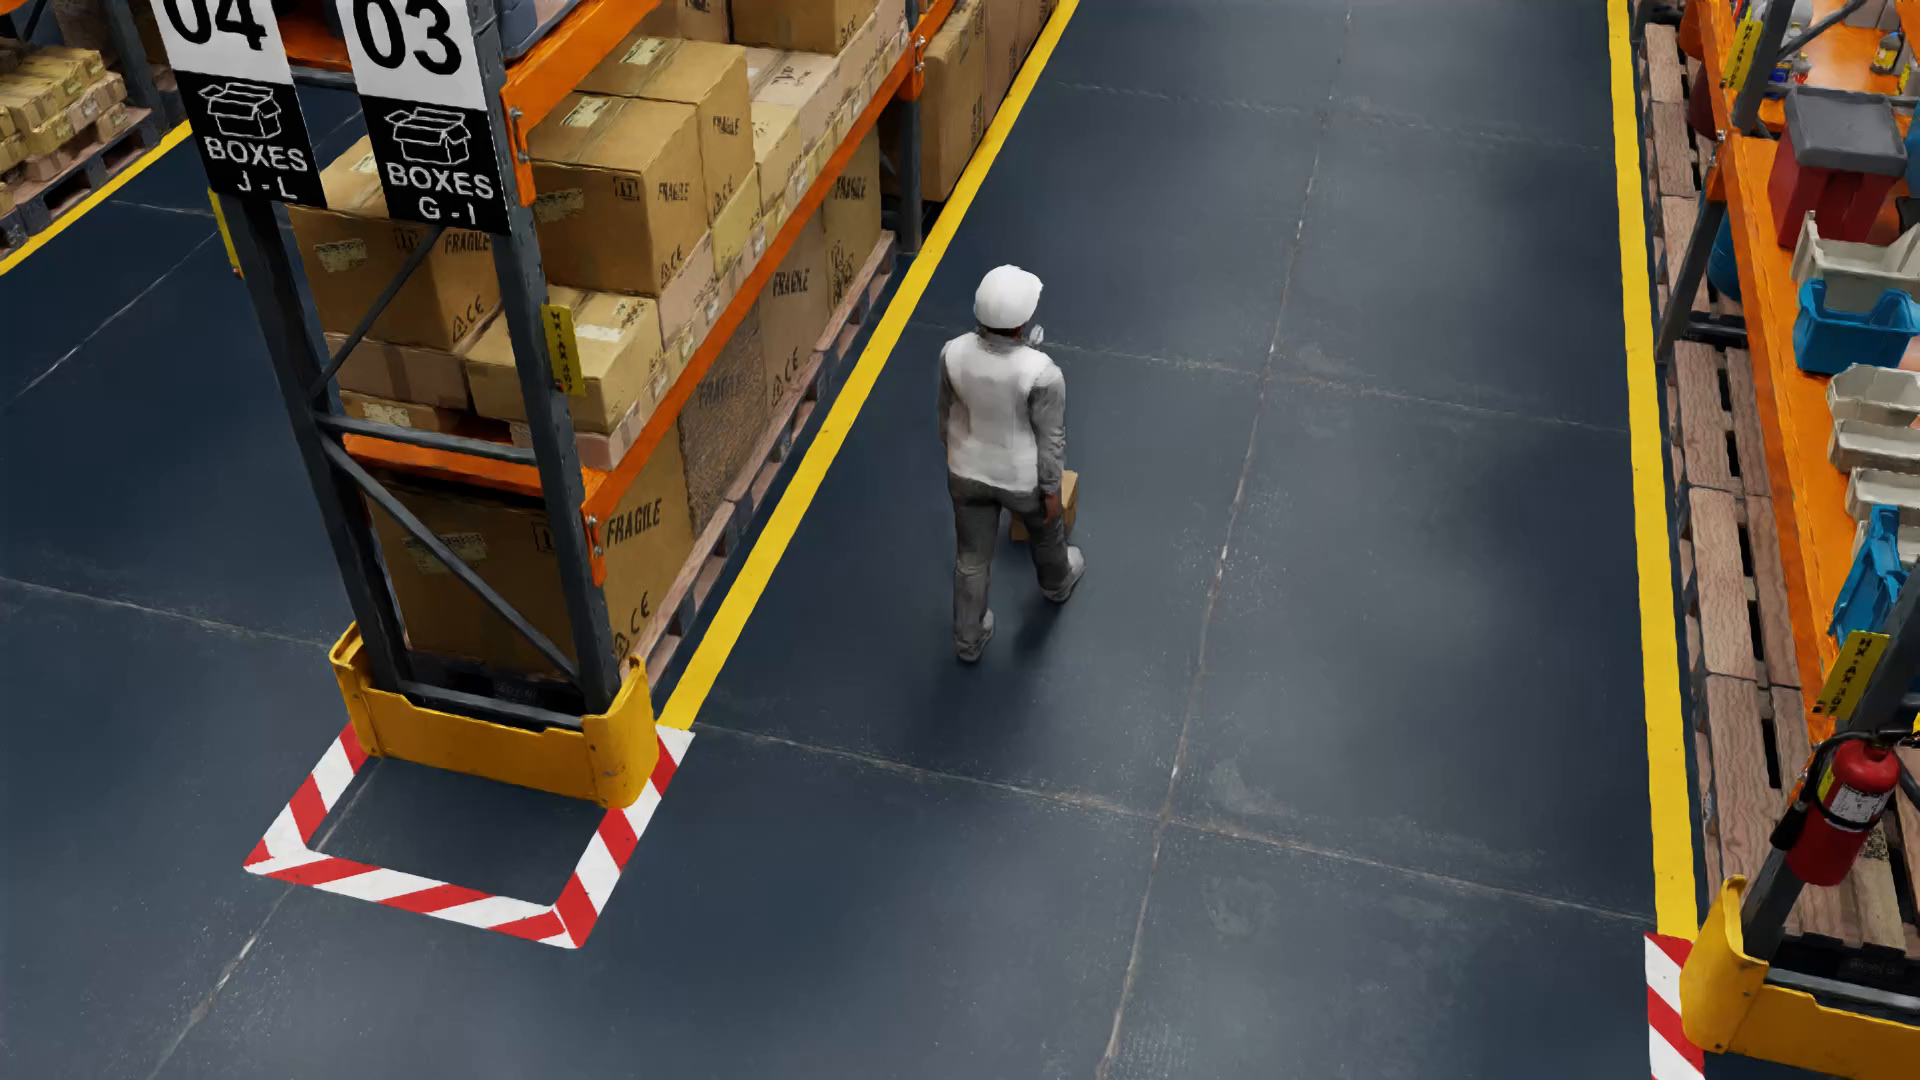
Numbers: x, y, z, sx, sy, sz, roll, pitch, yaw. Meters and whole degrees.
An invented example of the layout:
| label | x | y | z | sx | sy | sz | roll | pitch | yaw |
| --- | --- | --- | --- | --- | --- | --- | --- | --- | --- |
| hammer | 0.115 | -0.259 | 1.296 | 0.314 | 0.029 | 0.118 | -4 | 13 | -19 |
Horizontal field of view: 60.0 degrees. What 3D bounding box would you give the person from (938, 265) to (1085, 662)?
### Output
| label | x | y | z | sx | sy | sz | roll | pitch | yaw |
| --- | --- | --- | --- | --- | --- | --- | --- | --- | --- |
| person | 0.205 | -0.367 | 6.555 | 0.536 | 1.756 | 0.782 | 14 | 43 | 16 |
